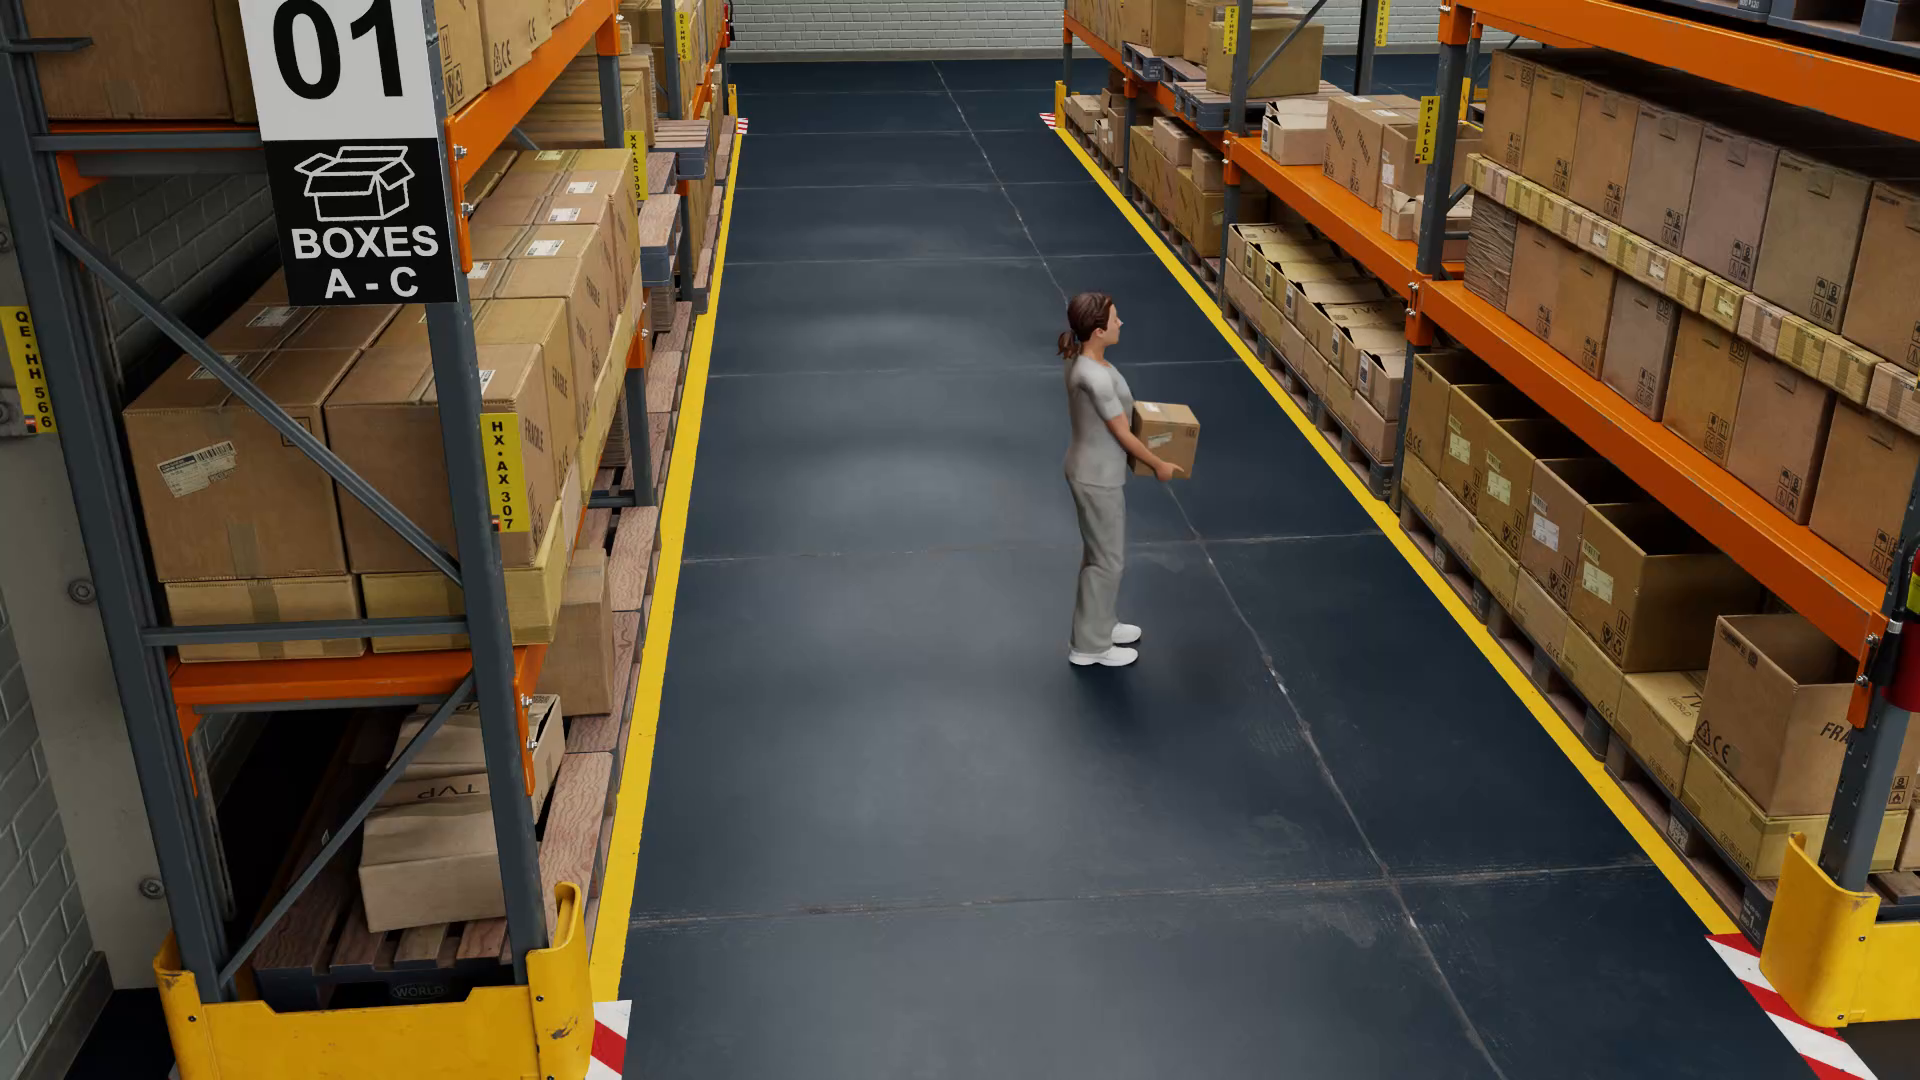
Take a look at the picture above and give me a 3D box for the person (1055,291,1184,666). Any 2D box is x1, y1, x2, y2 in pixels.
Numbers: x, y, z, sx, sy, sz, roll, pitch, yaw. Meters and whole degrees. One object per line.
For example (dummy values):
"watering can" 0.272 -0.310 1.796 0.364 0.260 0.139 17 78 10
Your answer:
"person" 0.671 -0.265 7.217 0.548 1.667 0.434 -2 24 -5
